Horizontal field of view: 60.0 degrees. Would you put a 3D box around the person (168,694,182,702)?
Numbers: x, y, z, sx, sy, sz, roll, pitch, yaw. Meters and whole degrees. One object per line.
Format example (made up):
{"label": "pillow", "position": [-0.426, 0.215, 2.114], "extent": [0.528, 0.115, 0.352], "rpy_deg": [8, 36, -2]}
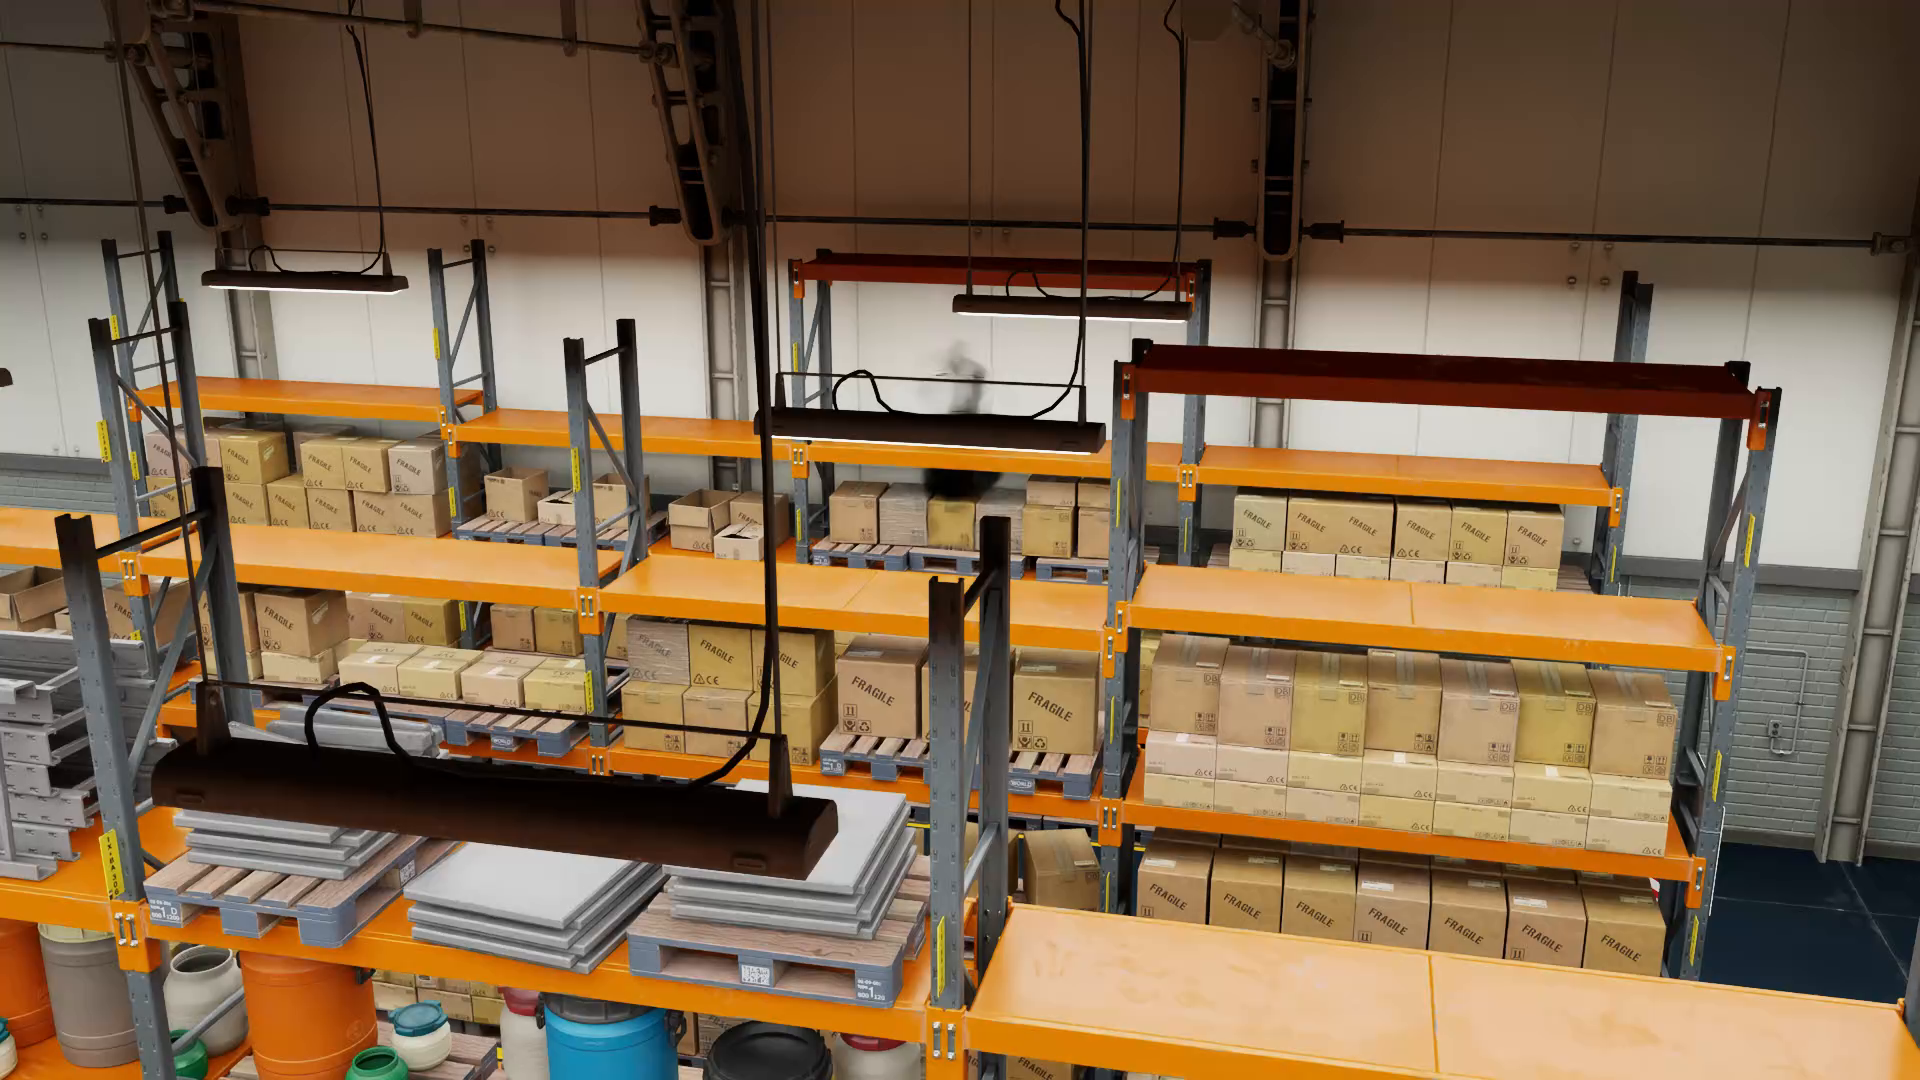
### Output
{"label": "person", "position": [-7.890, 2.429, 16.981], "extent": [1.061, 1.666, 0.708], "rpy_deg": [0, 16, 1]}
